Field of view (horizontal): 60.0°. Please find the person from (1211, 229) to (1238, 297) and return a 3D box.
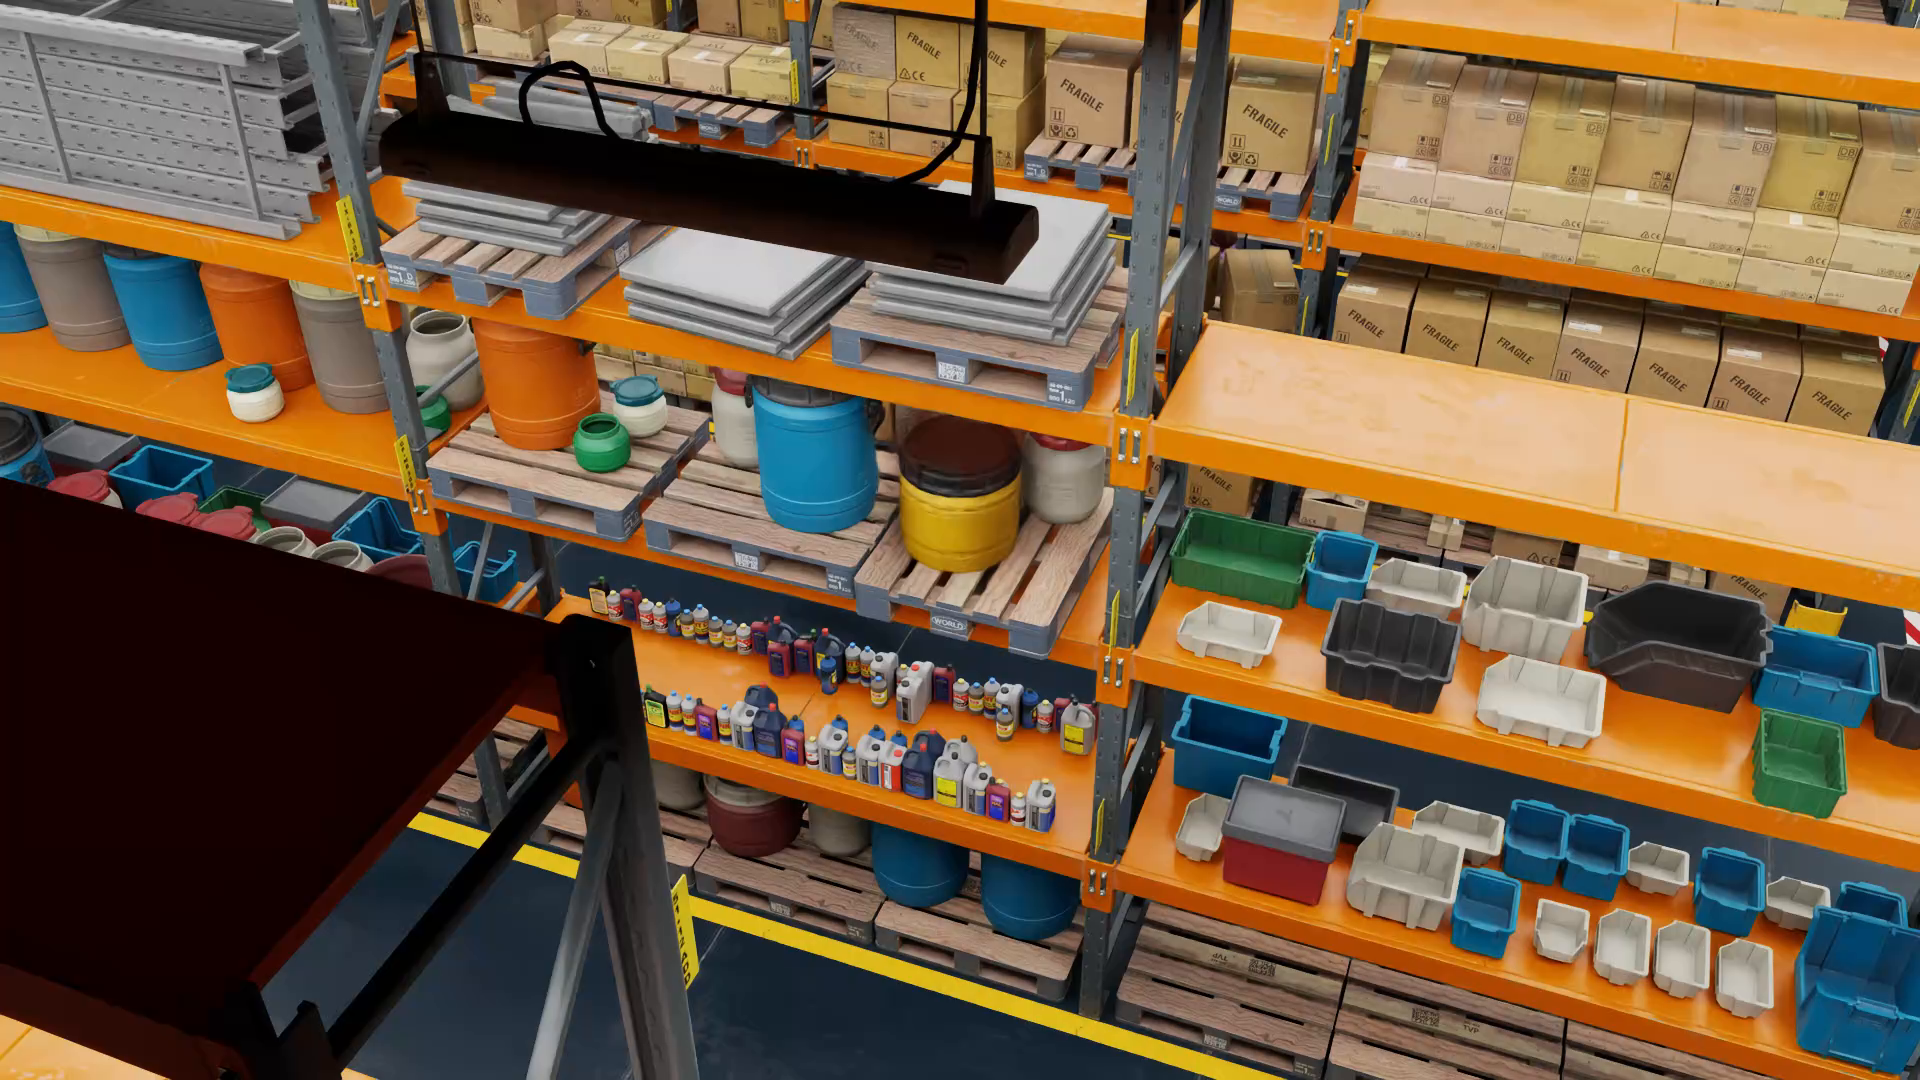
[{"bbox_3d":[2.254,-2.136,14.955,0.967,1.532,0.434,4,37,6],"label":"person"}]
